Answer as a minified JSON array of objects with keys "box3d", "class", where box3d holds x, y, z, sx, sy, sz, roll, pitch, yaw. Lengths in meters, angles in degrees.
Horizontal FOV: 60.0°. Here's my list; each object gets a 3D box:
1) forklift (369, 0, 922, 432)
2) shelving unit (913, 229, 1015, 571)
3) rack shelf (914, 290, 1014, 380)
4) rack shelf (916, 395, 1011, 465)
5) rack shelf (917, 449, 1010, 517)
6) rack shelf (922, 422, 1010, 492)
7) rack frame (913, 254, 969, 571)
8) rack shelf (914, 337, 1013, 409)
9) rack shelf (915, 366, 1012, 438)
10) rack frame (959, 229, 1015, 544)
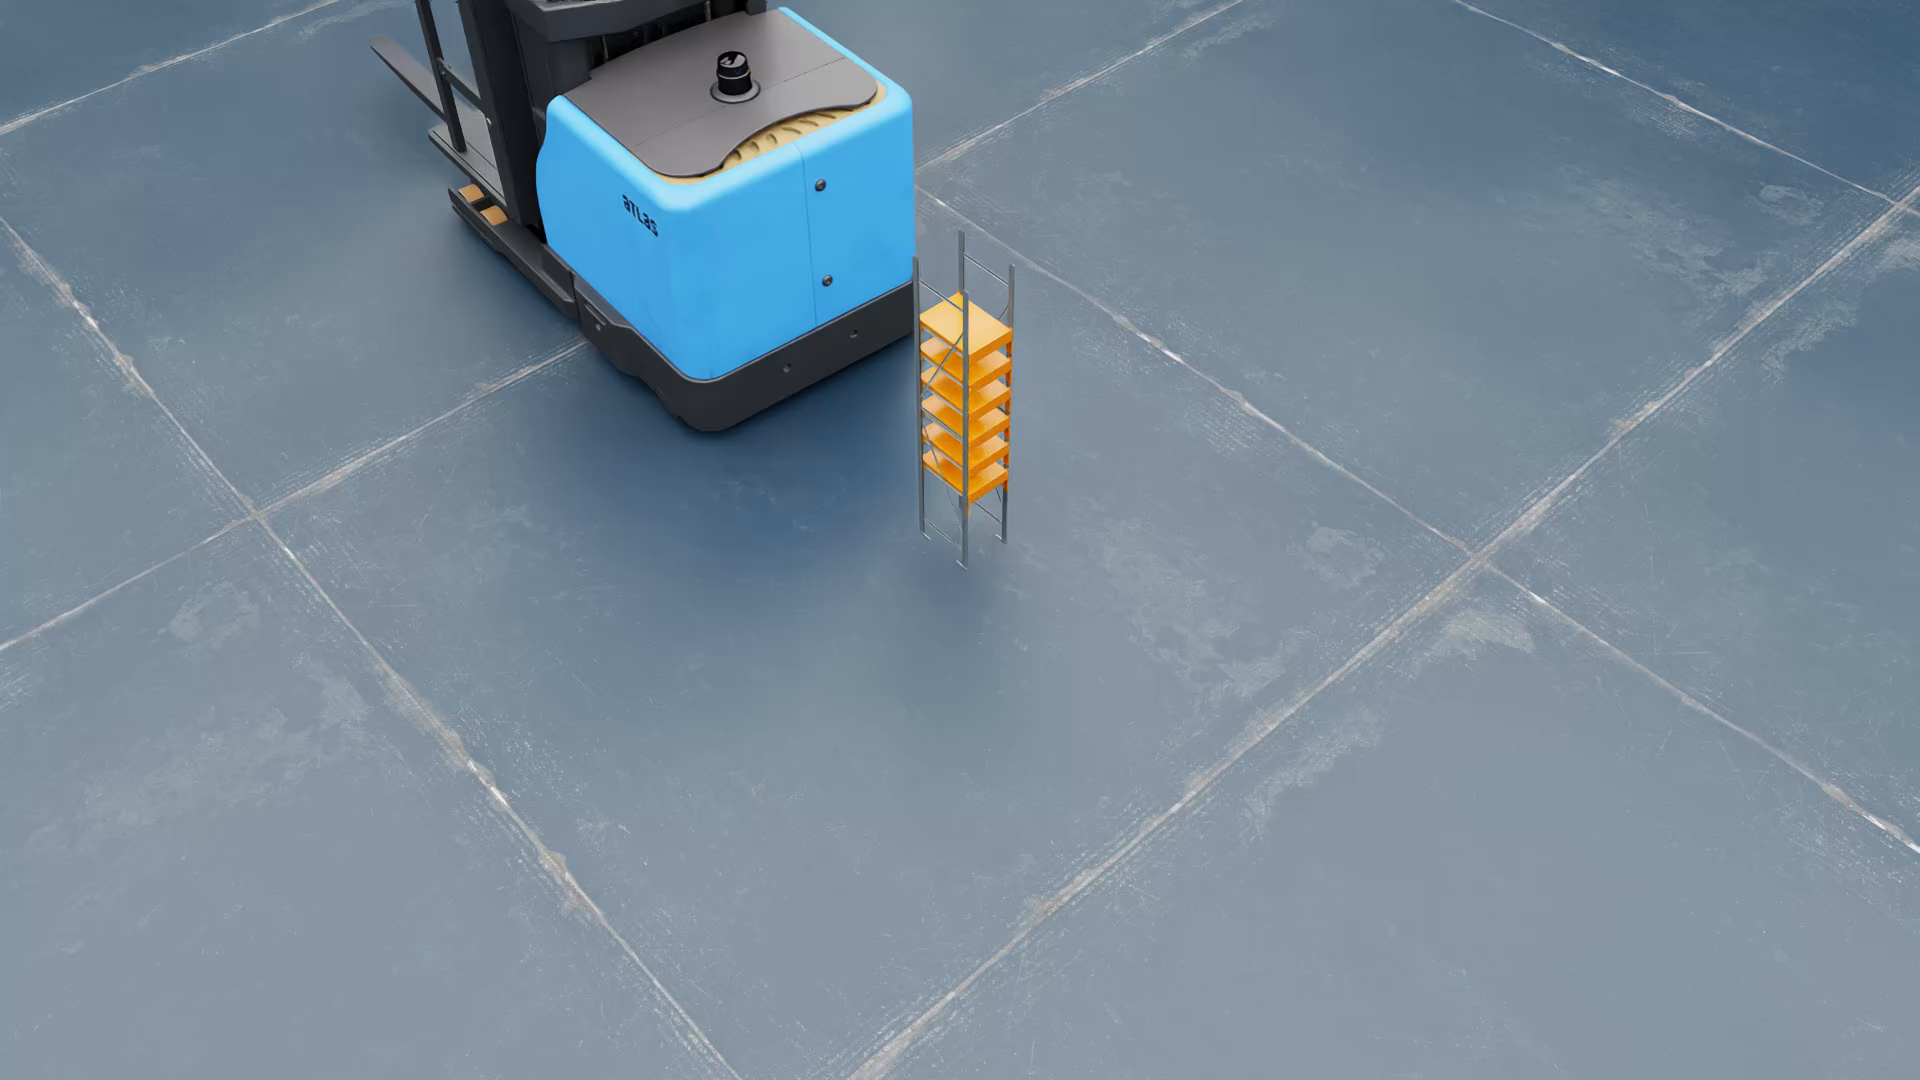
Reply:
[{"box3d":[-1.469,-2.410,5.979,1.130,2.935,3.031,-31,54,-25],"class":"forklift"},{"box3d":[0.011,-0.414,5.316,0.189,1.200,0.258,-34,56,-27],"class":"shelving unit"},{"box3d":[0.011,-0.628,5.084,0.180,0.103,0.258,-34,56,-27],"class":"rack shelf"},{"box3d":[0.011,-0.384,5.348,0.180,0.103,0.258,-34,56,-27],"class":"rack shelf"},{"box3d":[0.011,-0.221,5.525,0.180,0.103,0.258,-34,56,-27],"class":"rack shelf"},{"box3d":[0.011,-0.303,5.436,0.180,0.103,0.258,-34,56,-27],"class":"rack shelf"},{"box3d":[-0.057,-0.369,5.274,0.006,1.200,0.240,-34,56,-27],"class":"rack frame"},{"box3d":[0.011,-0.547,5.172,0.180,0.103,0.258,-34,56,-27],"class":"rack shelf"},{"box3d":[0.011,-0.465,5.260,0.180,0.103,0.258,-34,56,-27],"class":"rack shelf"},{"box3d":[0.078,-0.459,5.357,0.006,1.200,0.240,-34,56,-27],"class":"rack frame"}]
